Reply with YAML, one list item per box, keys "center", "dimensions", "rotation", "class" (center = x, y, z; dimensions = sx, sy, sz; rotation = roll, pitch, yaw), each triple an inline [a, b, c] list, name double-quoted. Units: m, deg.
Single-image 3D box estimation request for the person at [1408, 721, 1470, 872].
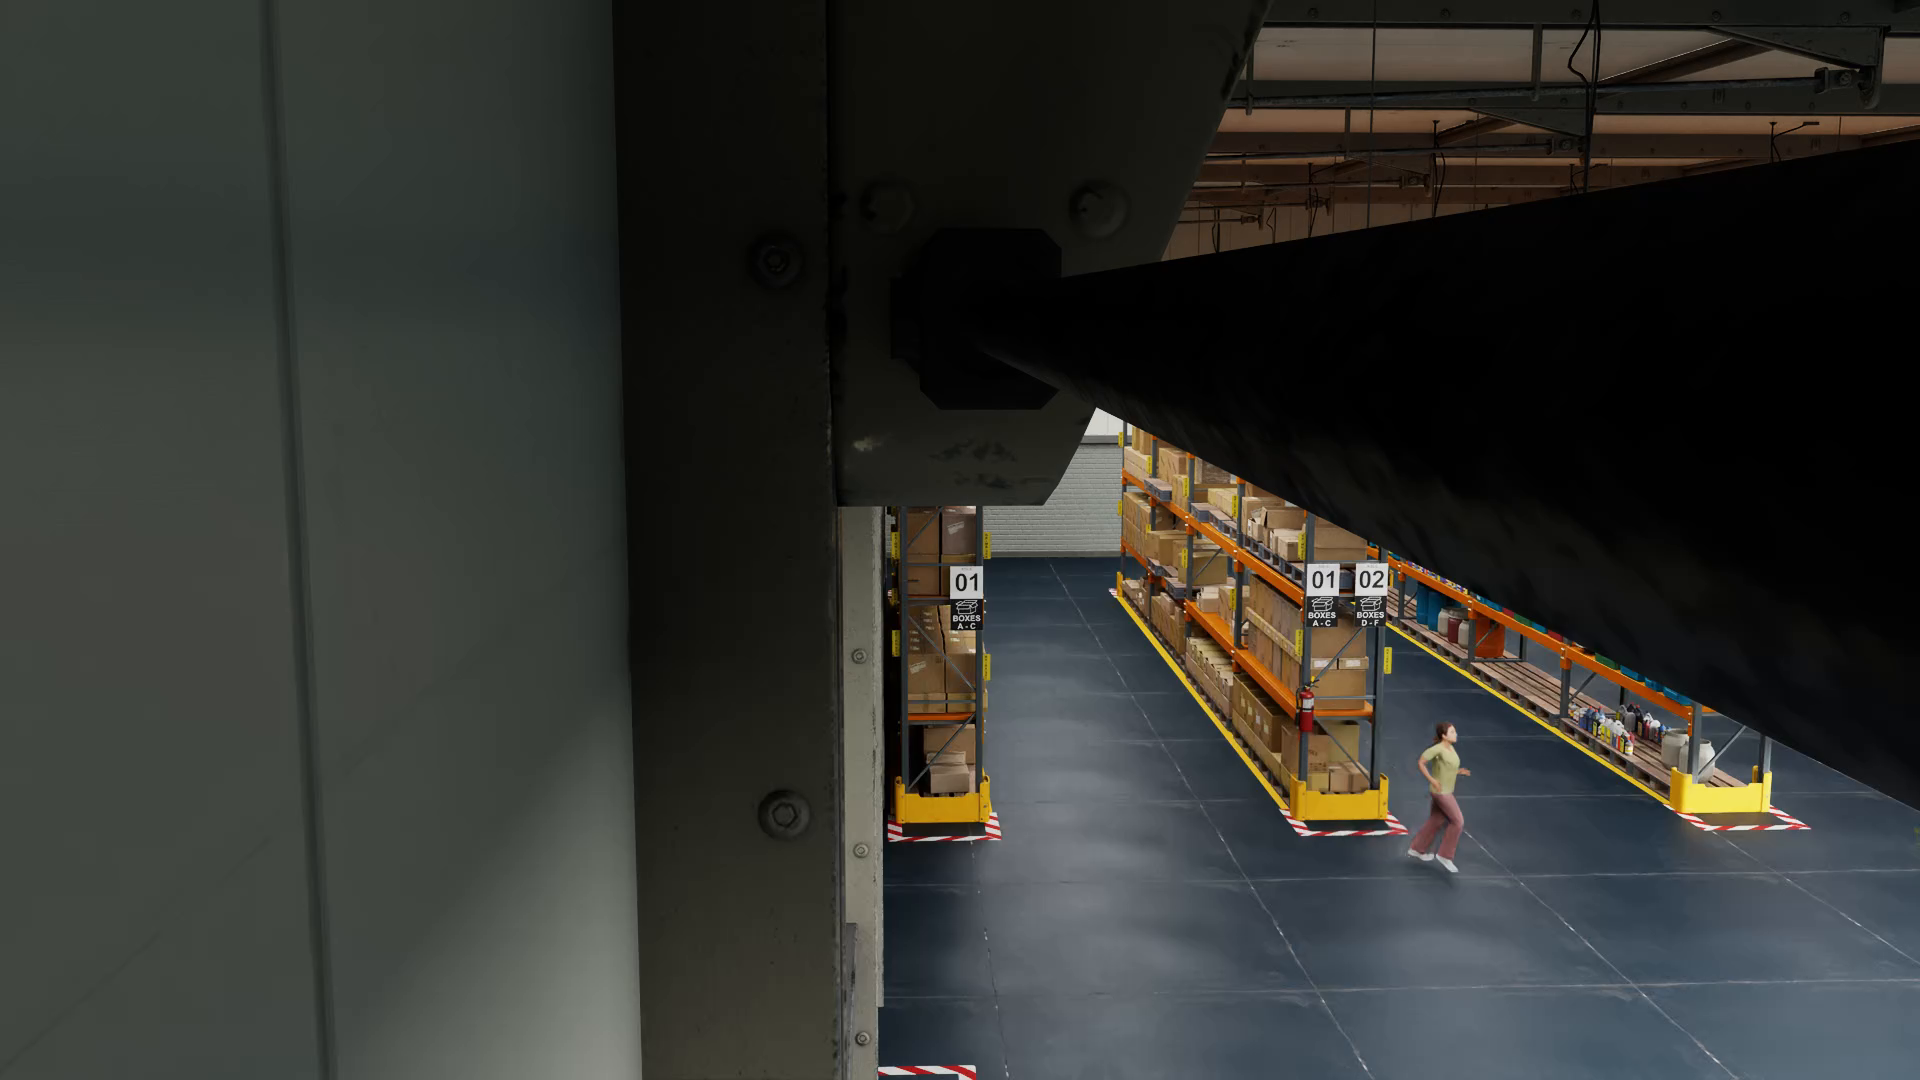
- center: [5.427, 2.884, 18.821]
  dimensions: [0.662, 1.709, 0.568]
  rotation: [5, 9, 30]
  class: "person"
